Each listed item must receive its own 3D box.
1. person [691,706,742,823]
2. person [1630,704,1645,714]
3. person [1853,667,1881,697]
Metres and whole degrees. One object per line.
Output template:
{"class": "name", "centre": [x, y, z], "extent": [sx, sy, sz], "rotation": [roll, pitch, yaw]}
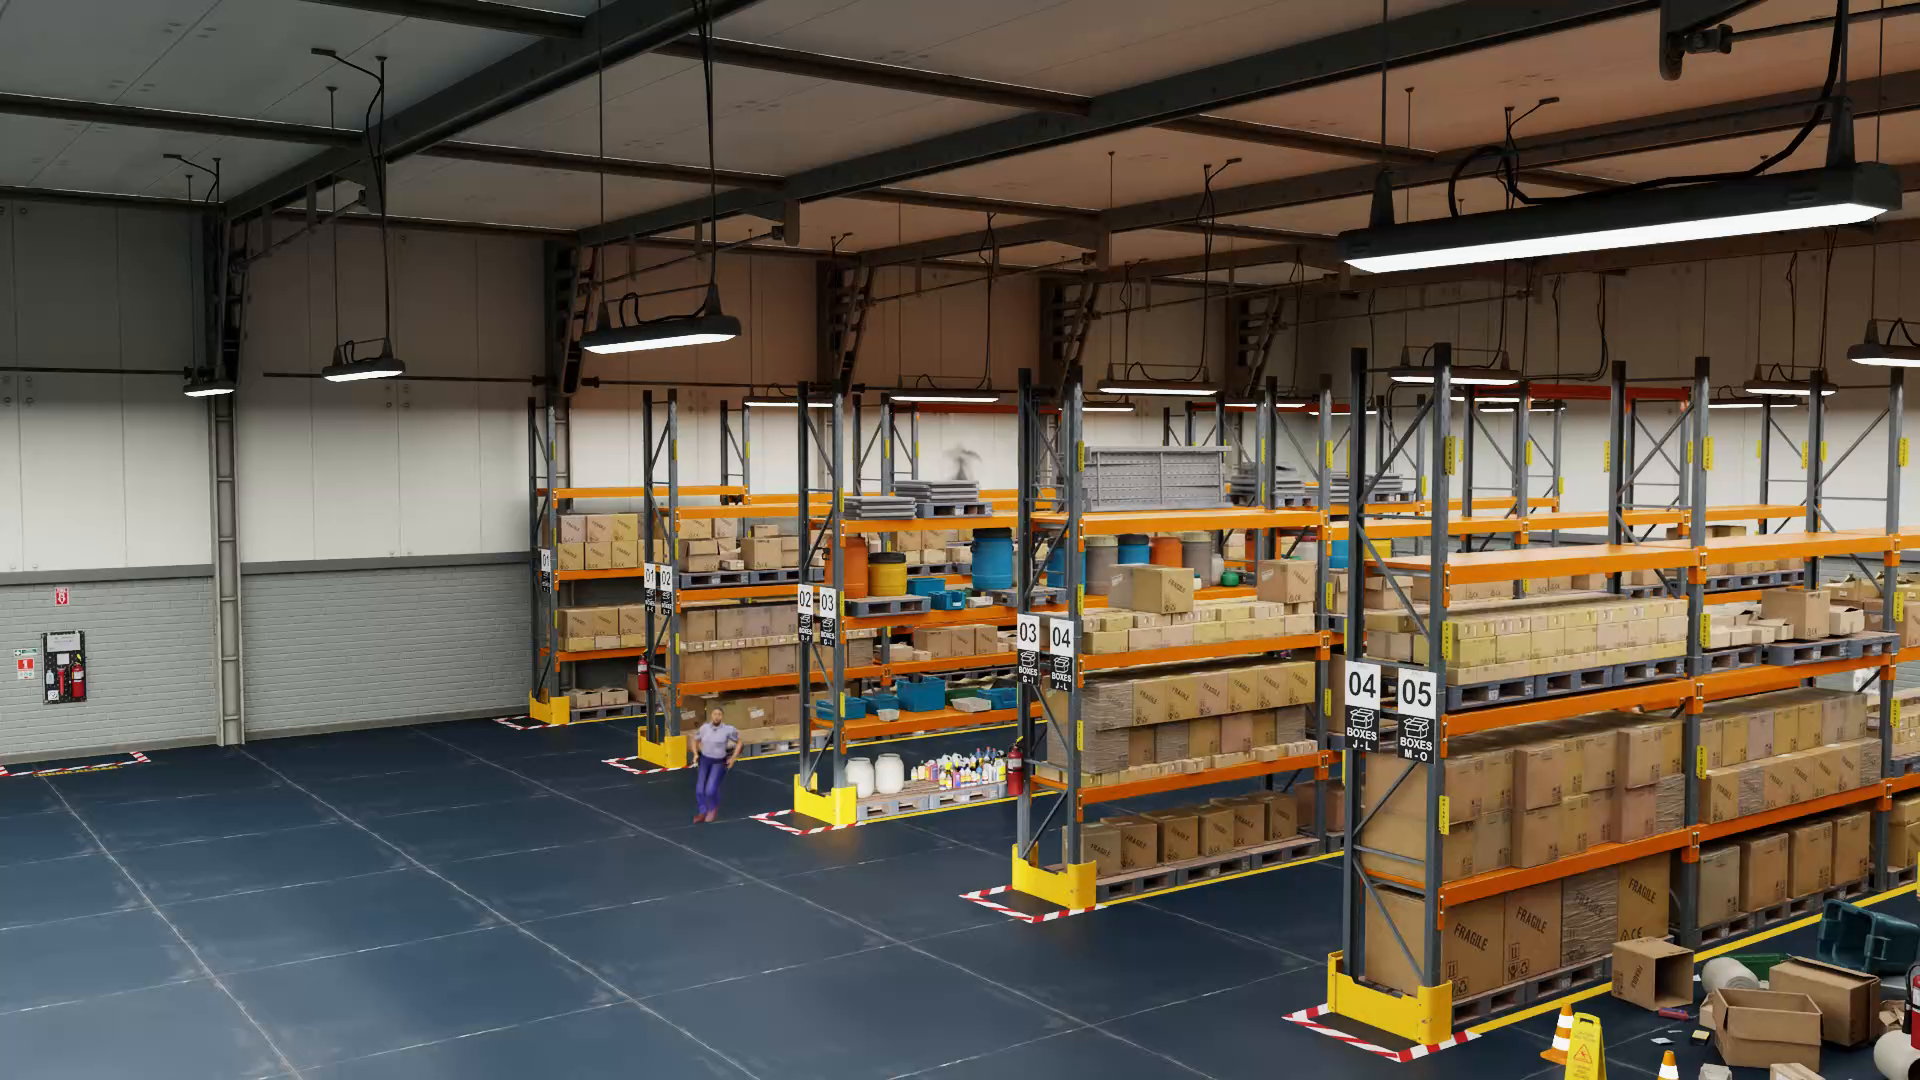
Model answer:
{"class": "person", "centre": [-3.321, 3.039, 22.439], "extent": [0.668, 1.591, 0.570], "rotation": [1, 3, 13]}
{"class": "person", "centre": [9.081, 3.019, 22.396], "extent": [0.571, 1.633, 0.550], "rotation": [-3, 4, -37]}
{"class": "person", "centre": [15.252, 2.704, 27.988], "extent": [0.617, 1.682, 0.675], "rotation": [-1, 3, -14]}
